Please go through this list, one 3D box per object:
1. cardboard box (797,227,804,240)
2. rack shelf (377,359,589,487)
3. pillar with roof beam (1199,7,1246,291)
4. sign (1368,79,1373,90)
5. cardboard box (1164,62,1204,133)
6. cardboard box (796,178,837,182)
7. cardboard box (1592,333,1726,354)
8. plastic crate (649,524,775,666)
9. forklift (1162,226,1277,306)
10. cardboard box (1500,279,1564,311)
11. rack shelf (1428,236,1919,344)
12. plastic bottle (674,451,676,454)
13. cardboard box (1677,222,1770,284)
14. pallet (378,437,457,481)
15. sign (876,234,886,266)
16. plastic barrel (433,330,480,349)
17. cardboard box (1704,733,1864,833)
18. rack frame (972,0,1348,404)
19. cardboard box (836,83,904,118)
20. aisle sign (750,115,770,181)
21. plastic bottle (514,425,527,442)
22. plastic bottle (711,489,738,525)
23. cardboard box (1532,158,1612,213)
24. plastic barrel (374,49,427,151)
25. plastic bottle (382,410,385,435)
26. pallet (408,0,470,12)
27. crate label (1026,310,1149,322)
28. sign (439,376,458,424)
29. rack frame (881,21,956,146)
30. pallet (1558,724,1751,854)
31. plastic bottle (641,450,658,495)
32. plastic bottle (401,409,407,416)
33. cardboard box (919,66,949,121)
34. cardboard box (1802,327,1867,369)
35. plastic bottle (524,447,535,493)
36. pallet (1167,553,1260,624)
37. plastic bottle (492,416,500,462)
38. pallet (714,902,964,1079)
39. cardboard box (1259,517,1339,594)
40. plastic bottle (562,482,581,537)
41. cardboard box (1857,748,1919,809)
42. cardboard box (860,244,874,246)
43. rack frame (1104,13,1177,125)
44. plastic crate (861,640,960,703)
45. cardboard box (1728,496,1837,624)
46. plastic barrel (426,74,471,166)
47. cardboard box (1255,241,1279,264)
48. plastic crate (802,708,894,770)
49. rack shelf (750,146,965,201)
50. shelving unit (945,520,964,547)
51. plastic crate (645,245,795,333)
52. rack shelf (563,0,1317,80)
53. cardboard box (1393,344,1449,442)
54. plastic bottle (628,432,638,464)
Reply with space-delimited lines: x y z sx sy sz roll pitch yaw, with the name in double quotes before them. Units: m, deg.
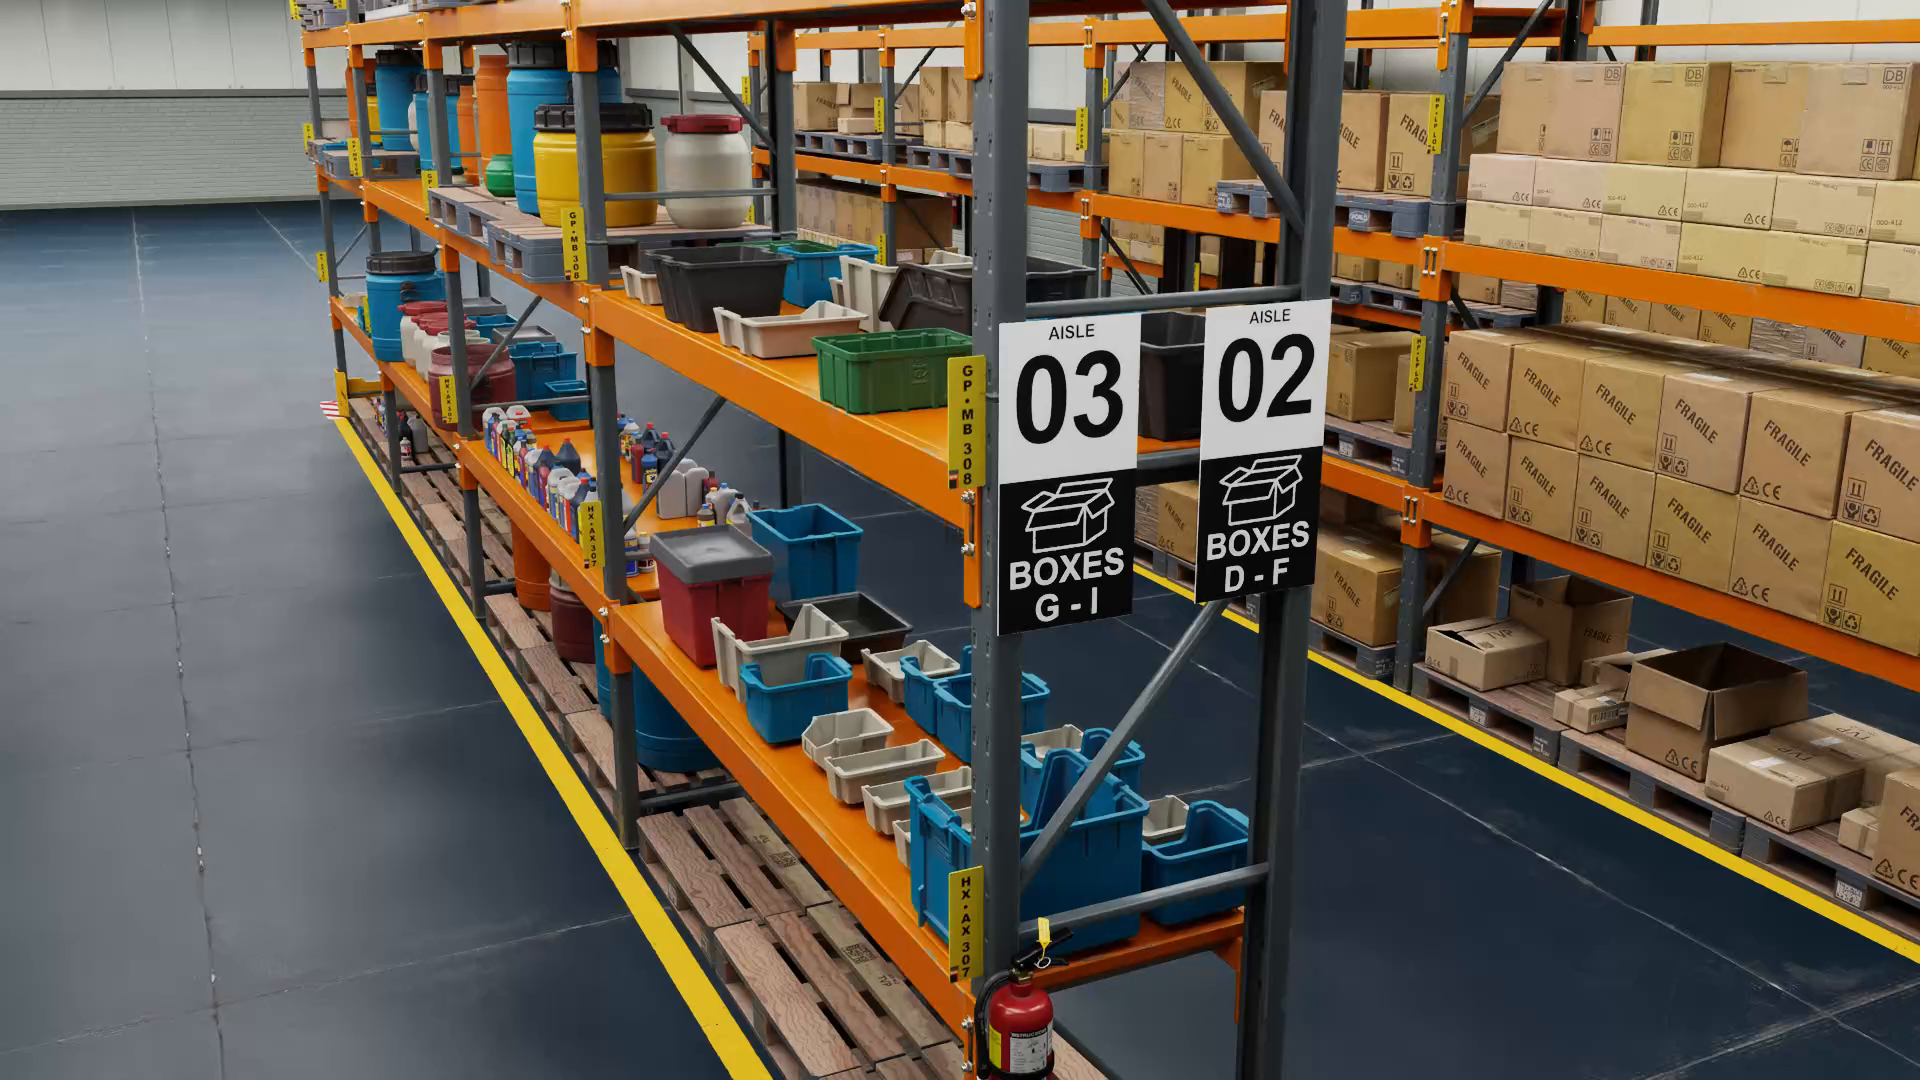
"cardboard box" -1.738 -3.576 19.417 0.380 0.149 0.250 -8 18 -26
"rack shelf" -3.877 -1.098 13.445 1.077 0.370 4.000 -8 18 -25
"pillar with roof beam" -0.385 -6.424 19.821 9.100 9.000 0.400 -8 18 -25
"sign" 4.650 -5.085 18.943 0.100 0.325 0.005 -8 18 -25
"cardboard box" 1.863 -3.281 12.314 0.500 0.500 0.500 -8 18 -25
"cardboard box" -1.835 -4.071 19.965 0.700 0.500 0.500 -8 18 -25
"cardboard box" 3.887 -0.862 9.323 0.500 0.500 0.500 -8 18 -26
"plastic crate" -1.083 0.236 7.267 0.402 0.464 0.583 -8 18 -25
"forklift" 2.622 -1.961 15.272 1.130 2.935 3.031 -10 19 -32
"cardboard box" 5.690 -2.520 16.117 0.700 0.500 0.500 -10 19 -31
"rack shelf" 4.082 -1.154 8.201 1.077 0.370 4.000 -8 18 -25
"plastic bottle" -1.685 -0.399 9.936 0.097 0.271 0.097 0 16 0
"cardboard box" 3.852 -1.401 8.029 0.500 0.250 0.500 -8 18 -25
"pallet" -5.010 -0.771 16.056 1.003 0.211 1.213 -8 18 -25
"sign" -0.797 -2.925 16.791 0.100 0.325 0.005 -8 18 -25
"plastic barrel" -3.828 -1.336 12.765 0.421 0.512 0.421 0 16 0
"cardboard box" 4.110 1.204 8.306 0.500 0.250 0.500 -8 18 -25
"rack frame" 0.504 -1.848 3.877 1.000 3.000 0.127 -8 18 -25
"cardboard box" -0.907 -4.722 18.127 0.797 0.503 0.637 -6 17 -19
"aisle sign" -2.355 -4.759 20.182 0.394 0.787 0.004 -8 18 -25
"plastic bottle" -2.818 -0.601 10.639 0.097 0.271 0.097 0 16 0
"plastic bottle" -1.269 -0.148 9.055 0.152 0.276 0.135 -8 18 -25
"cardboard box" 3.416 -1.890 8.826 0.500 0.250 0.500 -8 18 -25
"plastic barrel" -5.093 -4.085 15.438 0.600 0.901 0.708 -8 18 -25
"plastic bottle" -5.708 -1.185 16.590 0.097 0.271 0.097 0 16 0
"pallet" -2.712 -3.366 10.235 1.213 0.211 1.003 -8 18 -25
"crate label" 0.390 -0.603 5.245 0.408 0.251 0.502 -8 18 -25
"sign" -3.492 -0.959 11.357 0.100 0.325 0.005 -8 18 -25
"rack frame" -0.299 -5.421 16.329 1.000 3.000 0.127 -8 18 -25
"pallet" 4.044 1.260 8.979 1.003 0.211 1.213 -8 18 -25
"plastic bottle" -1.857 -0.405 9.959 0.097 0.271 0.097 0 16 0
"plastic bottle" -5.492 -1.152 16.455 0.061 0.283 0.133 -8 18 -25
"cardboard box" -0.064 -4.312 16.052 0.500 0.500 0.500 -7 18 -24
"cardboard box" 6.996 -1.564 13.005 0.500 0.500 0.500 -7 18 -24
"plastic bottle" -2.569 -0.422 10.015 0.097 0.271 0.097 0 16 0
"pallet" 2.277 0.286 12.371 1.003 0.211 1.213 -8 18 -25
"plastic bottle" -2.999 -0.659 10.820 0.061 0.283 0.133 -8 18 -25
"pallet" -0.353 1.864 6.871 1.003 0.211 1.213 -8 18 -25
"cardboard box" 2.304 0.100 11.698 0.500 0.500 0.500 -7 18 -24
"plastic bottle" -2.092 -0.171 9.134 0.152 0.276 0.135 -8 18 -25
"cardboard box" 4.756 1.255 8.127 0.500 0.250 0.500 -8 18 -25
"cardboard box" -0.834 -3.065 17.637 0.380 0.149 0.250 -8 18 -27
"rack frame" 2.400 -7.013 21.874 1.000 3.000 0.127 -8 18 -25
"plastic crate" -0.215 0.537 6.811 0.293 0.136 0.466 -8 18 -25
"cardboard box" 4.073 0.059 7.926 0.500 0.500 0.500 -8 18 -24
"plastic barrel" -4.049 -3.361 13.678 0.600 0.901 0.600 0 16 0
"cardboard box" 3.668 -3.515 19.438 0.500 0.500 0.500 -8 18 -25
"plastic crate" -0.420 0.742 6.096 0.298 0.136 0.250 -8 18 -25
"rack shelf" -1.175 -4.130 18.570 1.077 0.370 4.000 -8 18 -25
"shelving unit" 0.023 -0.491 13.560 0.215 1.050 0.252 -8 18 -25
"plastic crate" -0.951 -0.994 6.577 0.497 0.269 0.590 -8 18 -25
"rack shelf" -0.372 -1.806 5.760 1.077 0.370 4.000 -8 18 -25
"cardboard box" 3.200 -0.949 10.676 0.500 0.500 0.700 15 22 42
"plastic bottle" -2.091 -0.595 10.748 0.097 0.201 0.097 0 16 0
